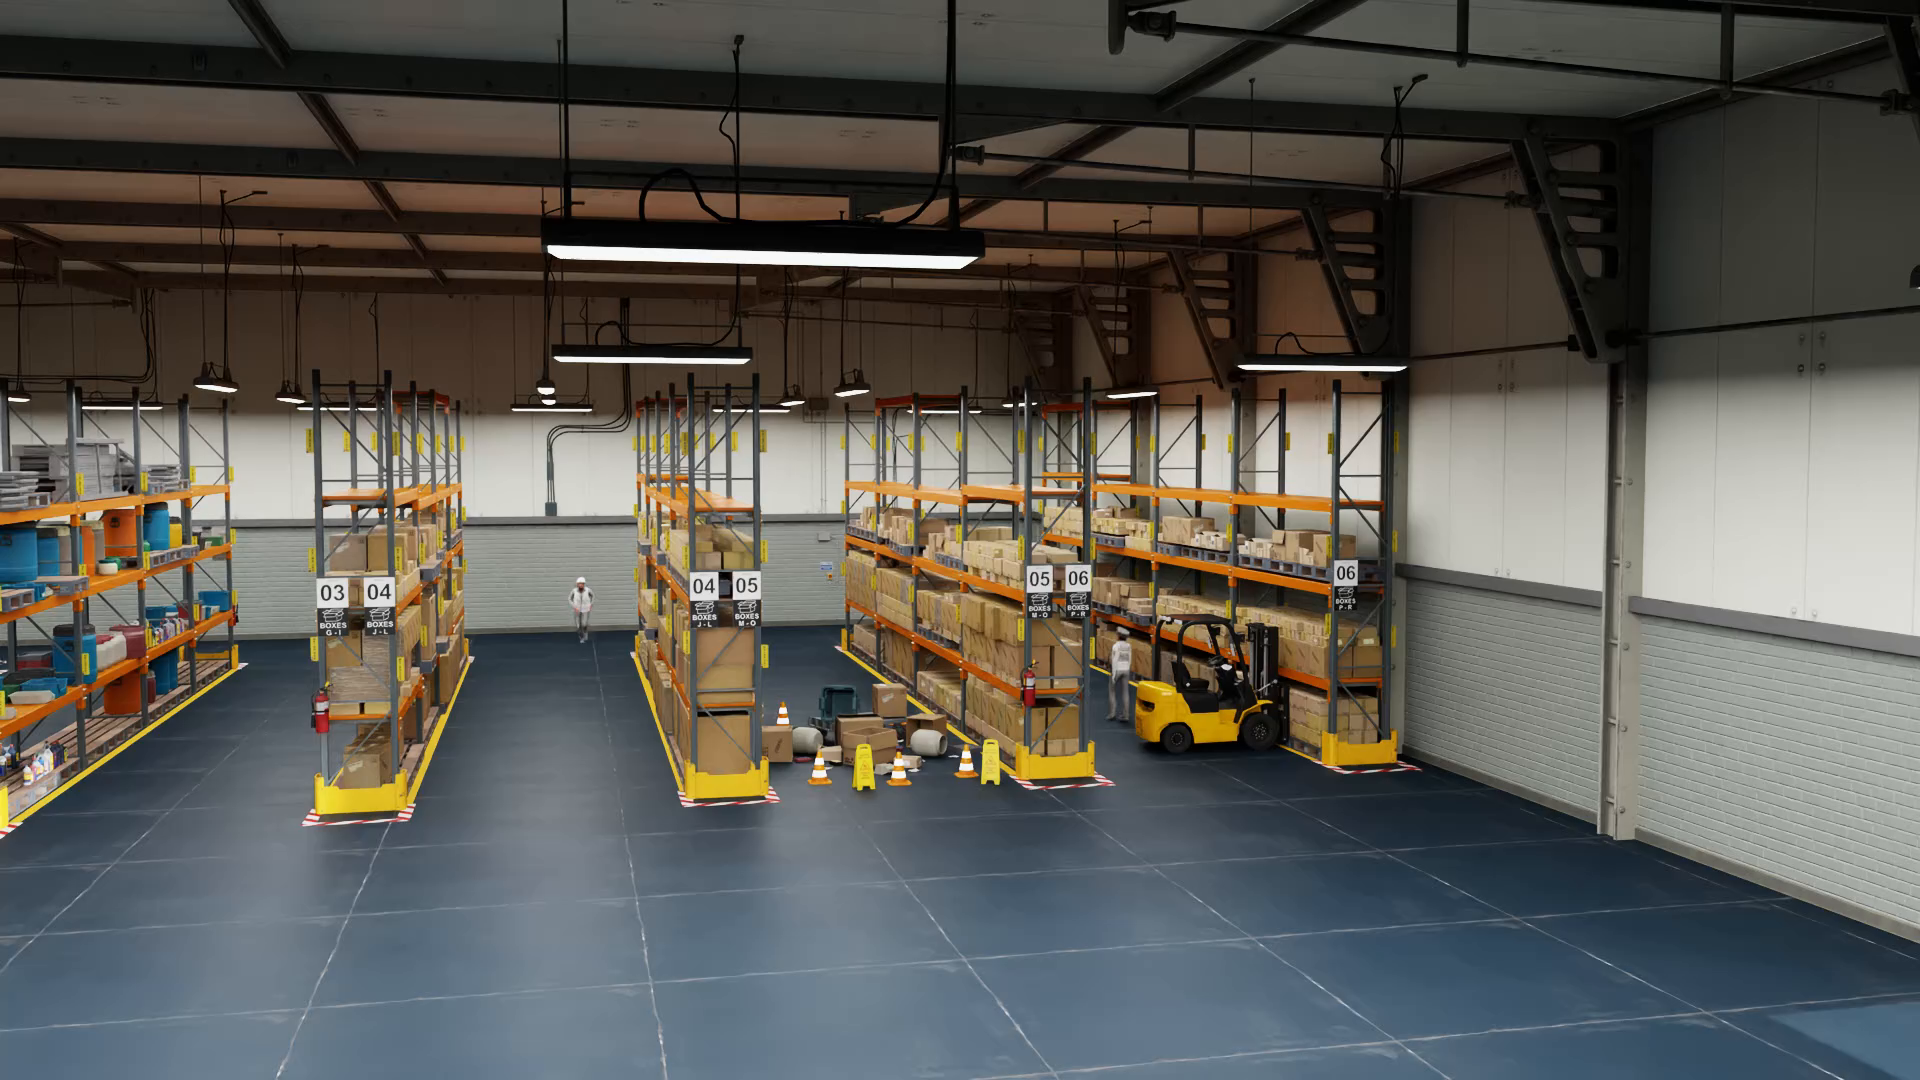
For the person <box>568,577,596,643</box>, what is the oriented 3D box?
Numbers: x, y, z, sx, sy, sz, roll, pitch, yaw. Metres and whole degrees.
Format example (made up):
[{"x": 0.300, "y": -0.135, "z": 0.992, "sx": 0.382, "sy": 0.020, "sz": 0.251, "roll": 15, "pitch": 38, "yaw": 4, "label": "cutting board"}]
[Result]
[{"x": -9.468, "y": 1.758, "z": 41.652, "sx": 0.651, "sy": 1.682, "sz": 0.724, "roll": 0, "pitch": 3, "yaw": -4, "label": "person"}]

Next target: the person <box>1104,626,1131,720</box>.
[{"x": 2.929, "y": 2.447, "z": 30.160, "sx": 0.477, "sy": 1.739, "sz": 0.580, "roll": -1, "pitch": 4, "yaw": -21, "label": "person"}]

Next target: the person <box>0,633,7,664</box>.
[{"x": -22.006, "y": 2.093, "z": 37.581, "sx": 0.930, "sy": 1.452, "sz": 0.420, "roll": 0, "pitch": 3, "yaw": -5, "label": "person"}]
